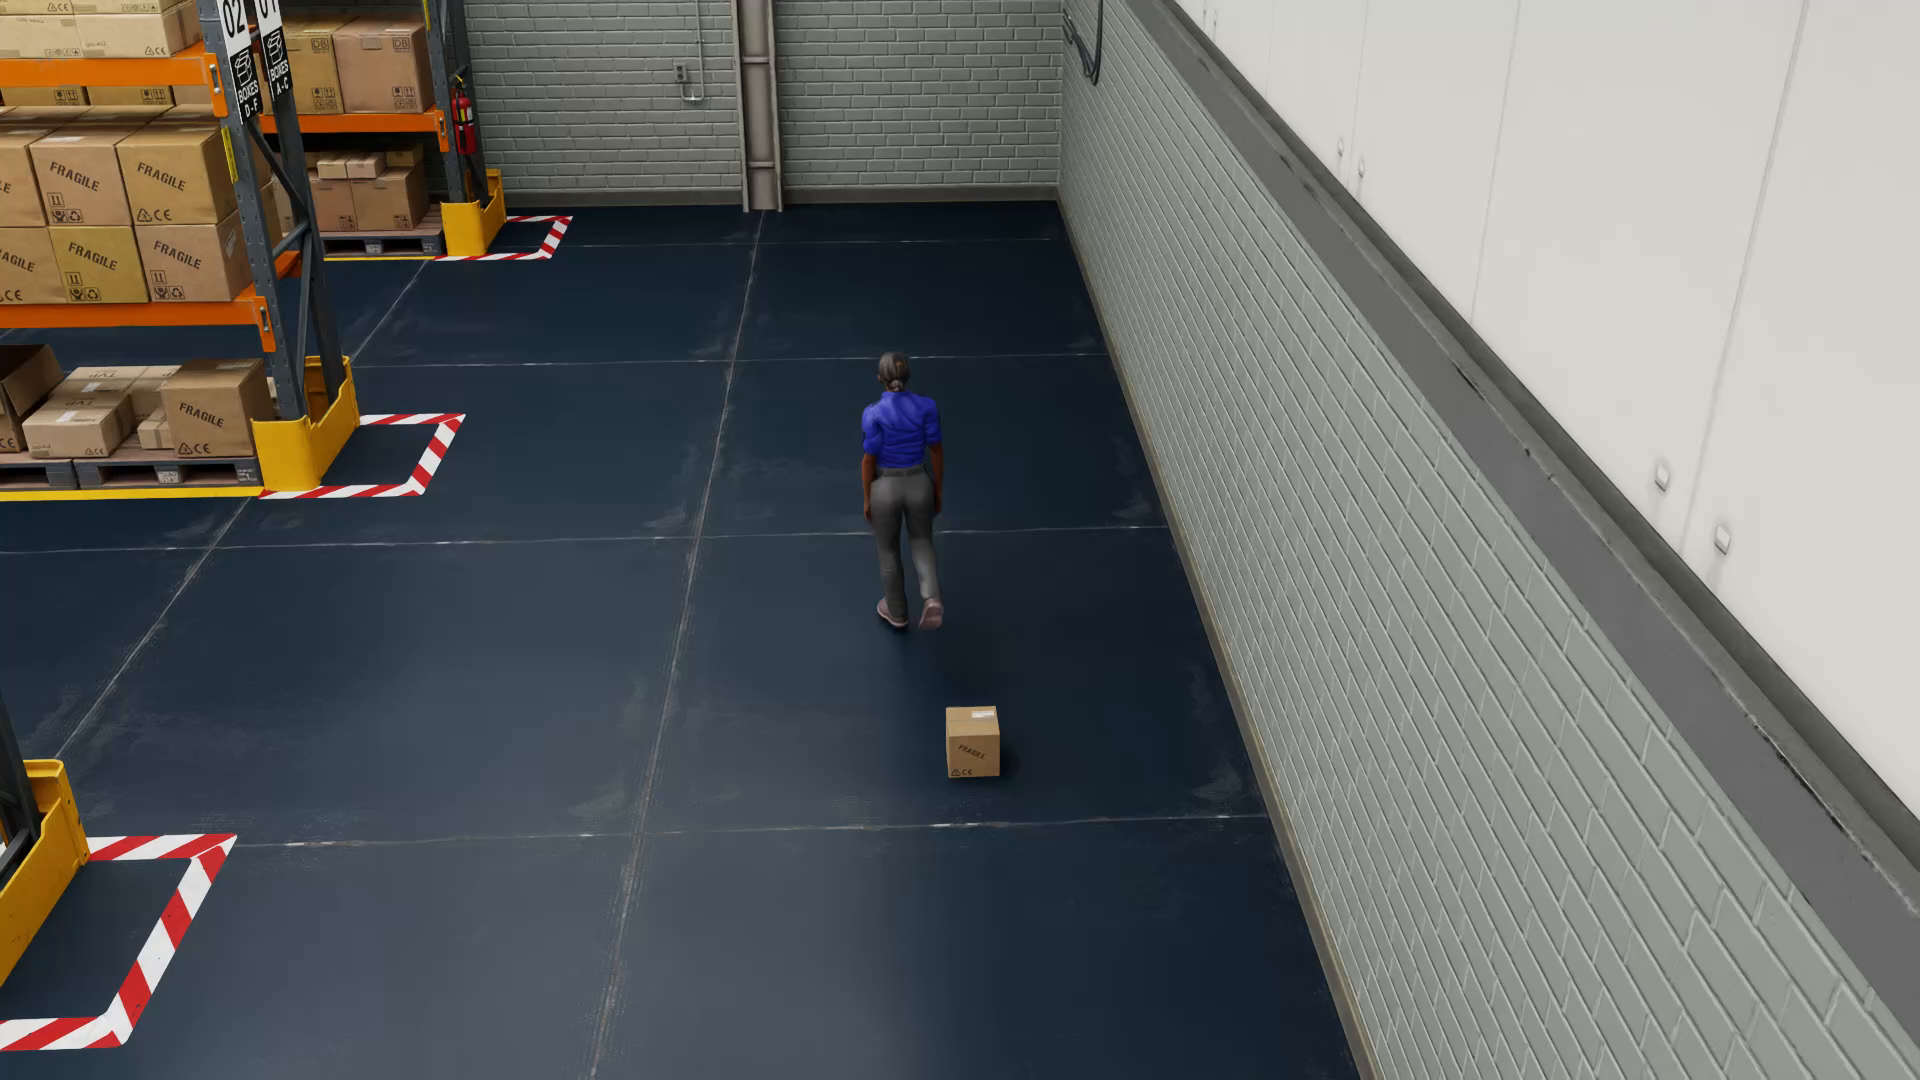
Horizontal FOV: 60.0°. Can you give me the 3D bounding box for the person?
[{"bbox_3d":[-0.293,-0.233,9.023,0.453,1.641,0.571,-9,29,-17],"label":"person"}]
